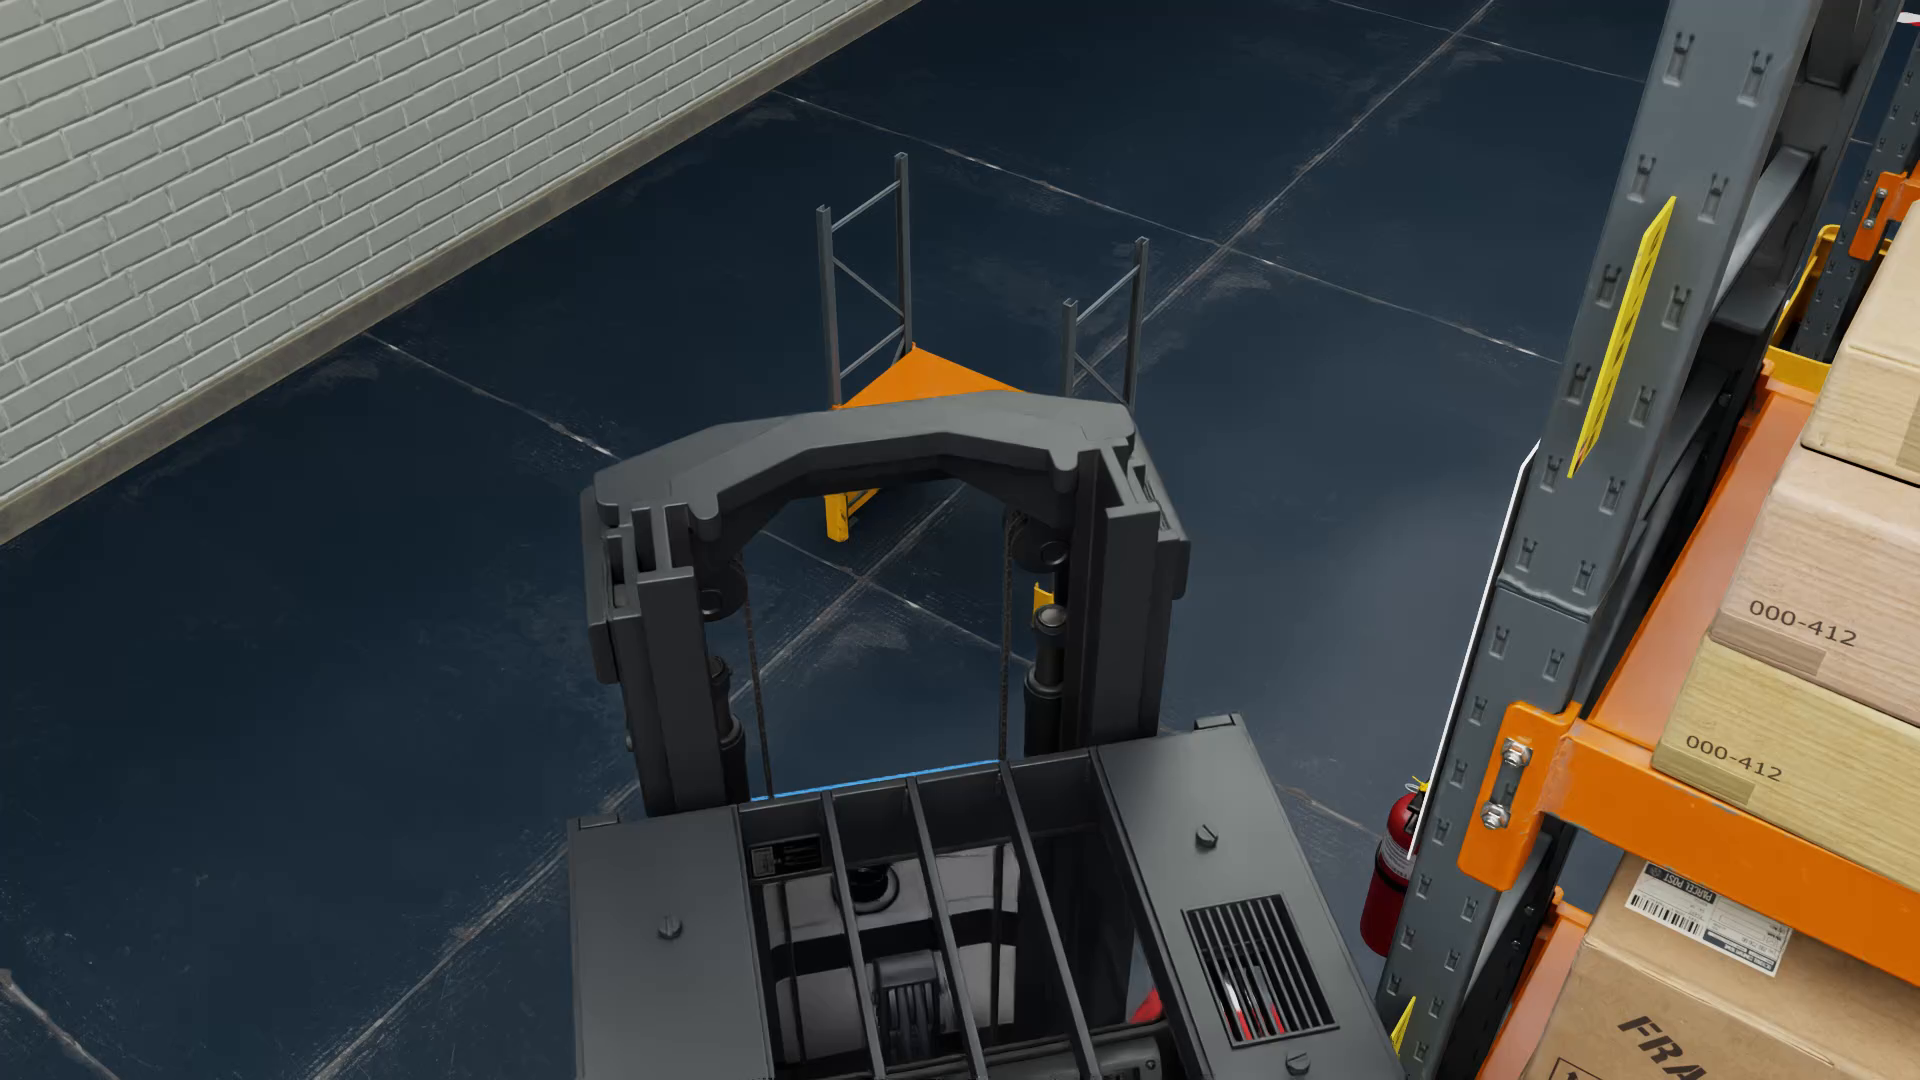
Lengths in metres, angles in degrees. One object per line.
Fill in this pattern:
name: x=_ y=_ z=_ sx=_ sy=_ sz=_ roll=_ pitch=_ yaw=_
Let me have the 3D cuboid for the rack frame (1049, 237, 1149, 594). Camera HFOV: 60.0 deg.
rack frame: x=0.486 y=-0.332 z=5.996 sx=0.032 sy=1.500 sz=0.500 roll=25 pitch=48 yaw=25

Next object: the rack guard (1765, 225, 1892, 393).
rack guard: x=3.782 y=-0.890 z=7.370 sx=0.348 sy=0.500 sz=1.175 roll=25 pitch=48 yaw=25

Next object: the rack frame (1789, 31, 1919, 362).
rack frame: x=3.801 y=-1.812 z=6.526 sx=0.127 sy=3.000 sz=1.000 roll=25 pitch=48 yaw=25

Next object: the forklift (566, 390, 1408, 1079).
forklift: x=-0.009 y=1.318 z=3.079 sx=1.130 sy=2.935 sz=3.031 roll=-8 pitch=42 yaw=-9

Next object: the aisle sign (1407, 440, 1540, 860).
aisle sign: x=0.810 y=0.096 z=2.444 sx=0.004 sy=0.787 sz=0.394 roll=25 pitch=48 yaw=25

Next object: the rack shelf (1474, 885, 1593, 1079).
rack shelf: x=2.679 y=1.963 z=2.847 sx=4.000 sy=0.370 sz=1.077 roll=25 pitch=48 yaw=25

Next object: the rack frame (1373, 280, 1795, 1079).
rack frame: x=1.042 y=0.929 z=3.462 sx=0.127 sy=3.000 sz=1.000 roll=25 pitch=48 yaw=25

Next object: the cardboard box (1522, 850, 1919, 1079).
cardboard box: x=1.257 y=0.725 z=2.642 sx=0.500 sy=0.500 sz=0.500 roll=25 pitch=47 yaw=25

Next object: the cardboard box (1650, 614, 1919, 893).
cardboard box: x=1.263 y=0.178 z=2.164 sx=0.500 sy=0.250 sz=0.500 roll=27 pitch=48 yaw=27

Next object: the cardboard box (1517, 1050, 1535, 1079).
cardboard box: x=1.251 y=1.103 z=2.969 sx=0.500 sy=0.500 sz=0.500 roll=27 pitch=49 yaw=27

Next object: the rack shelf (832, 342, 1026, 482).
rack shelf: x=0.070 y=-0.392 z=6.333 sx=1.000 sy=0.185 sz=0.538 roll=25 pitch=48 yaw=25

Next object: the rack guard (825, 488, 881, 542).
rack guard: x=-0.345 y=-0.255 z=6.847 sx=0.087 sy=0.250 sz=0.587 roll=25 pitch=48 yaw=25

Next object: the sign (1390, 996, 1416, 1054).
sign: x=0.730 y=0.903 z=2.843 sx=0.005 sy=0.325 sz=0.100 roll=25 pitch=48 yaw=25

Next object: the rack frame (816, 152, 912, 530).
rack frame: x=-0.346 y=-0.721 z=6.431 sx=0.032 sy=1.500 sz=0.500 roll=25 pitch=48 yaw=25

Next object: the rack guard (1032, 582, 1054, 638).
rack guard: x=0.470 y=0.127 z=6.421 sx=0.087 sy=0.250 sz=0.587 roll=25 pitch=48 yaw=25

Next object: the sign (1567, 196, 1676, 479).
sign: x=0.730 y=-0.218 z=1.840 sx=0.005 sy=0.325 sz=0.100 roll=25 pitch=48 yaw=25

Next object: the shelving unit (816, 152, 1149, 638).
shelving unit: x=0.062 y=-0.530 z=6.217 sx=1.083 sy=1.500 sz=0.587 roll=25 pitch=48 yaw=25

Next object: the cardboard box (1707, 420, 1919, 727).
cardboard box: x=1.260 y=-0.006 z=1.995 sx=0.500 sy=0.250 sz=0.500 roll=26 pitch=48 yaw=26

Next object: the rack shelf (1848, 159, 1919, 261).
rack shelf: x=5.439 y=-0.778 z=5.910 sx=4.000 sy=0.370 sz=1.077 roll=25 pitch=48 yaw=25

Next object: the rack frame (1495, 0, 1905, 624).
rack frame: x=1.042 y=-1.307 z=1.462 sx=0.127 sy=3.000 sz=1.000 roll=25 pitch=48 yaw=25

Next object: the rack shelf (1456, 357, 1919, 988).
rack shelf: x=2.679 y=0.845 z=1.846 sx=4.000 sy=0.370 sz=1.077 roll=25 pitch=48 yaw=25

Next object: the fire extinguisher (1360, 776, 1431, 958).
fire extinguisher: x=1.101 y=0.748 z=4.002 sx=0.183 sy=0.674 sz=0.296 roll=25 pitch=48 yaw=25

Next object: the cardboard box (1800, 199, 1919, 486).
cardboard box: x=1.176 y=-0.220 z=1.935 sx=0.250 sy=0.149 sz=0.380 roll=25 pitch=47 yaw=25
